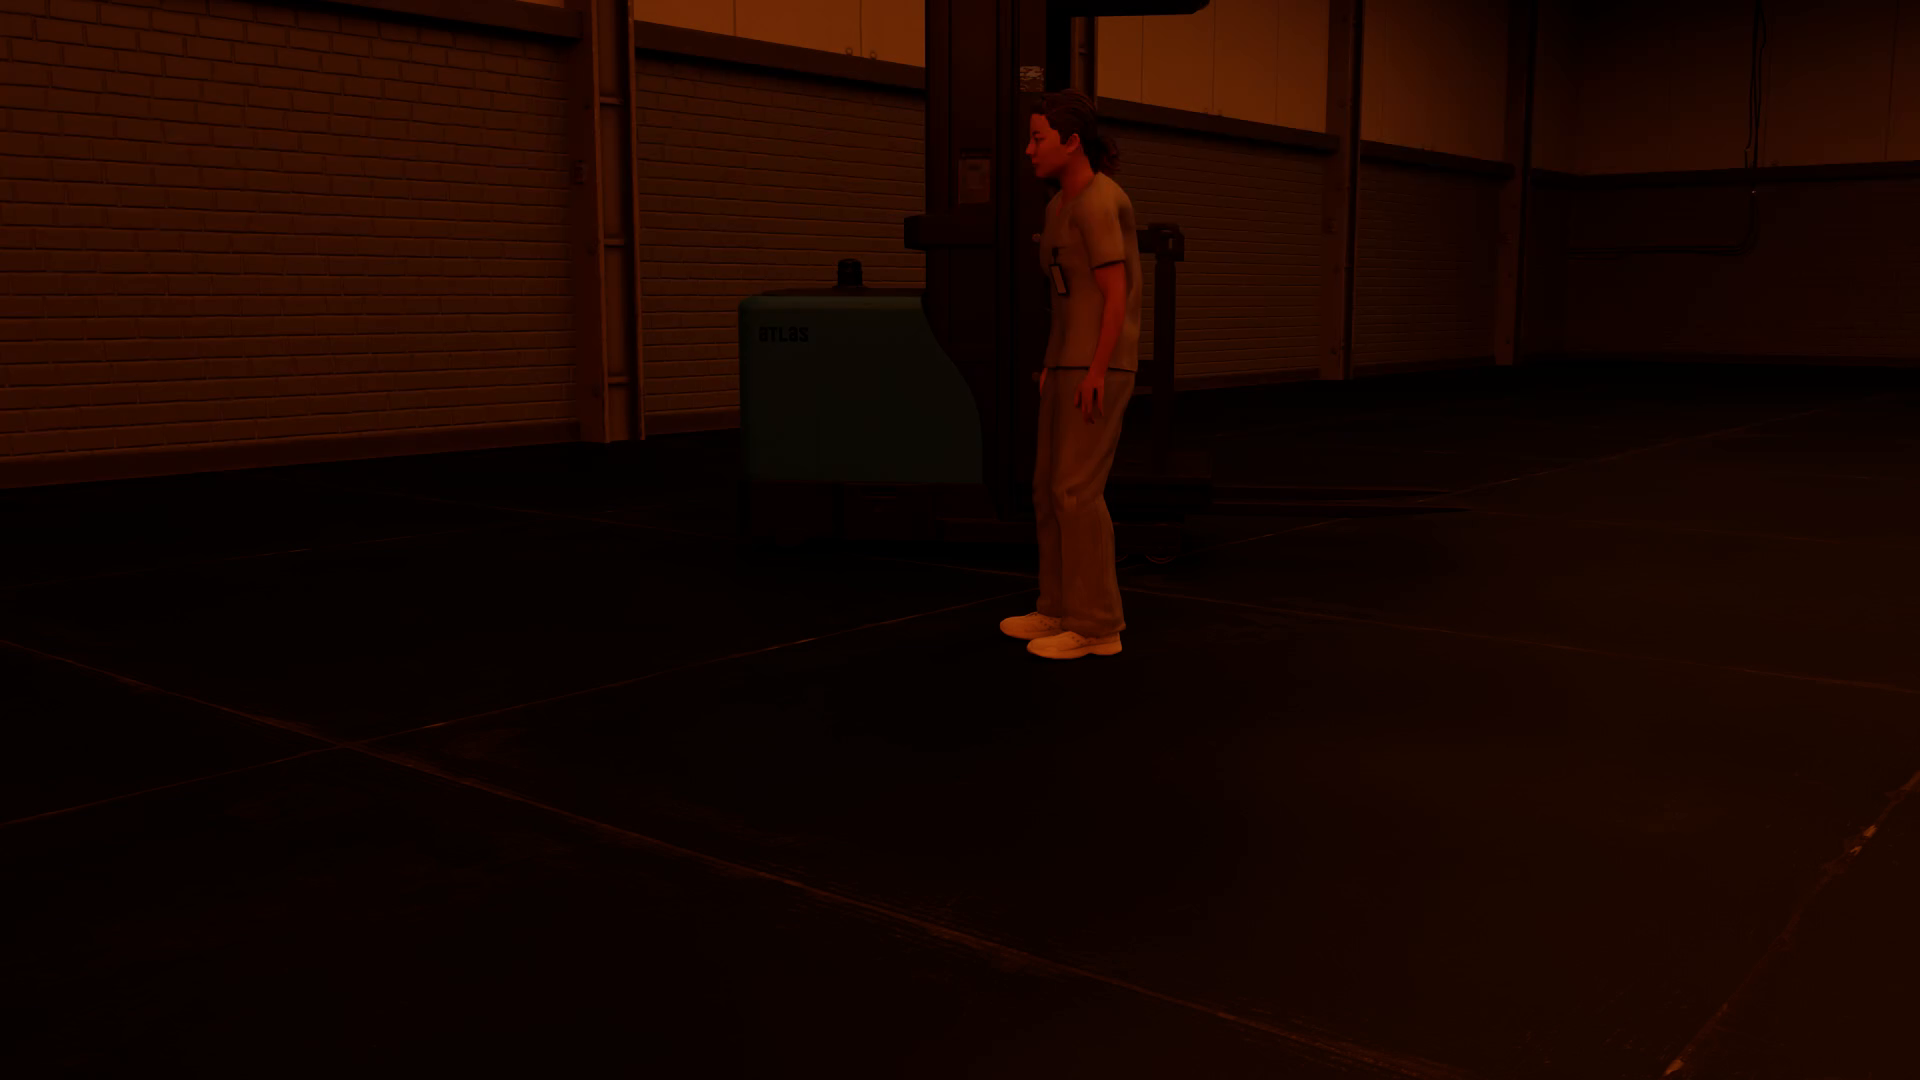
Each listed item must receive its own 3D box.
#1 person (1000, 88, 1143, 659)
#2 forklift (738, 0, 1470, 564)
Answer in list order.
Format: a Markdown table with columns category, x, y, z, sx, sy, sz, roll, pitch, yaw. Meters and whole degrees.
| category | x | y | z | sx | sy | sz | roll | pitch | yaw |
| --- | --- | --- | --- | --- | --- | --- | --- | --- | --- |
| person | 0.348 | -0.491 | 4.995 | 0.359 | 1.671 | 0.503 | -2 | 9 | -12 |
| forklift | 0.619 | -1.436 | 7.098 | 3.031 | 2.935 | 1.130 | 1 | 8 | 9 |
